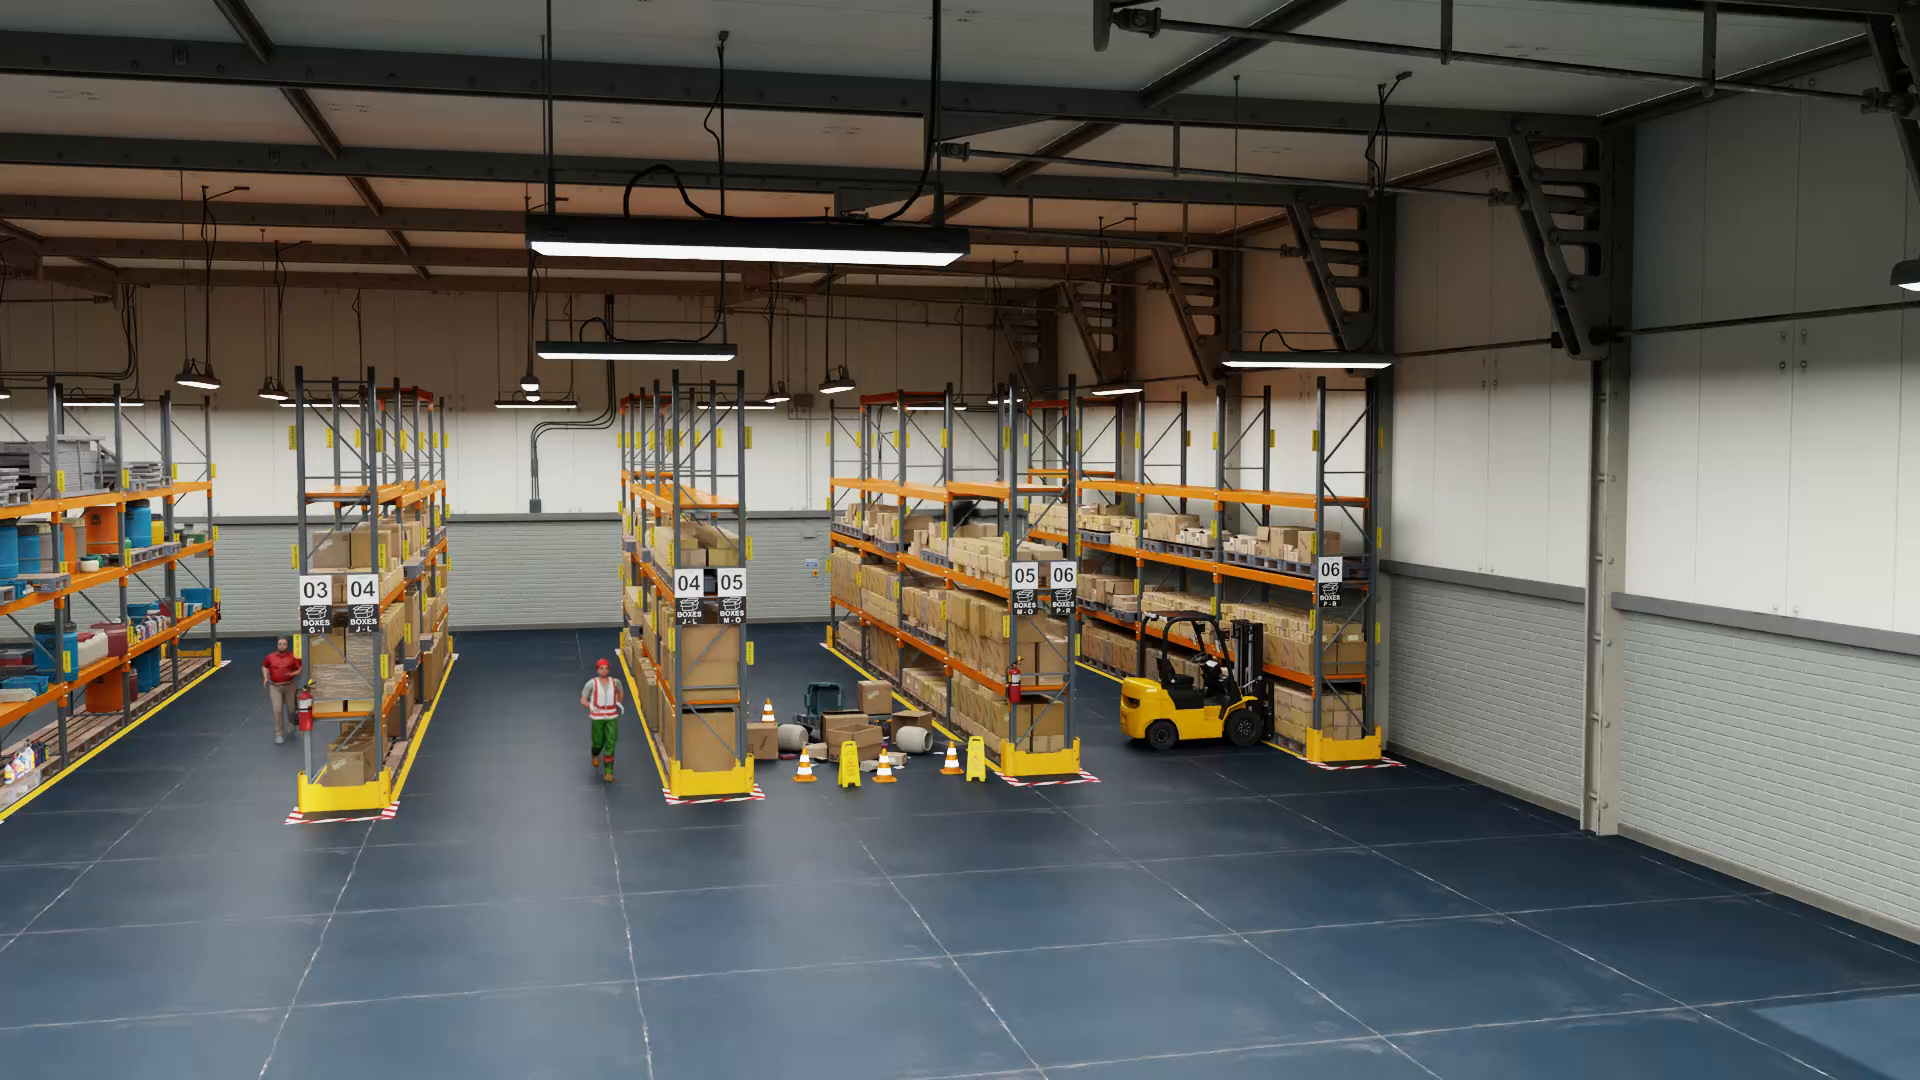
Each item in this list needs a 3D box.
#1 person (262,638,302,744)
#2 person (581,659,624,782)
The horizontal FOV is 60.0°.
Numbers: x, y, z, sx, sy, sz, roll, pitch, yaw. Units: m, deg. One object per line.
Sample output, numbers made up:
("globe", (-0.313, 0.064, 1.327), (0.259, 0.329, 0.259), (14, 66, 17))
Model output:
("person", (-11.276, 2.482, 27.708), (0.672, 1.700, 0.953), (-1, 4, -18))
("person", (-5.247, 2.637, 24.535), (0.658, 1.768, 0.971), (-1, 4, -23))
